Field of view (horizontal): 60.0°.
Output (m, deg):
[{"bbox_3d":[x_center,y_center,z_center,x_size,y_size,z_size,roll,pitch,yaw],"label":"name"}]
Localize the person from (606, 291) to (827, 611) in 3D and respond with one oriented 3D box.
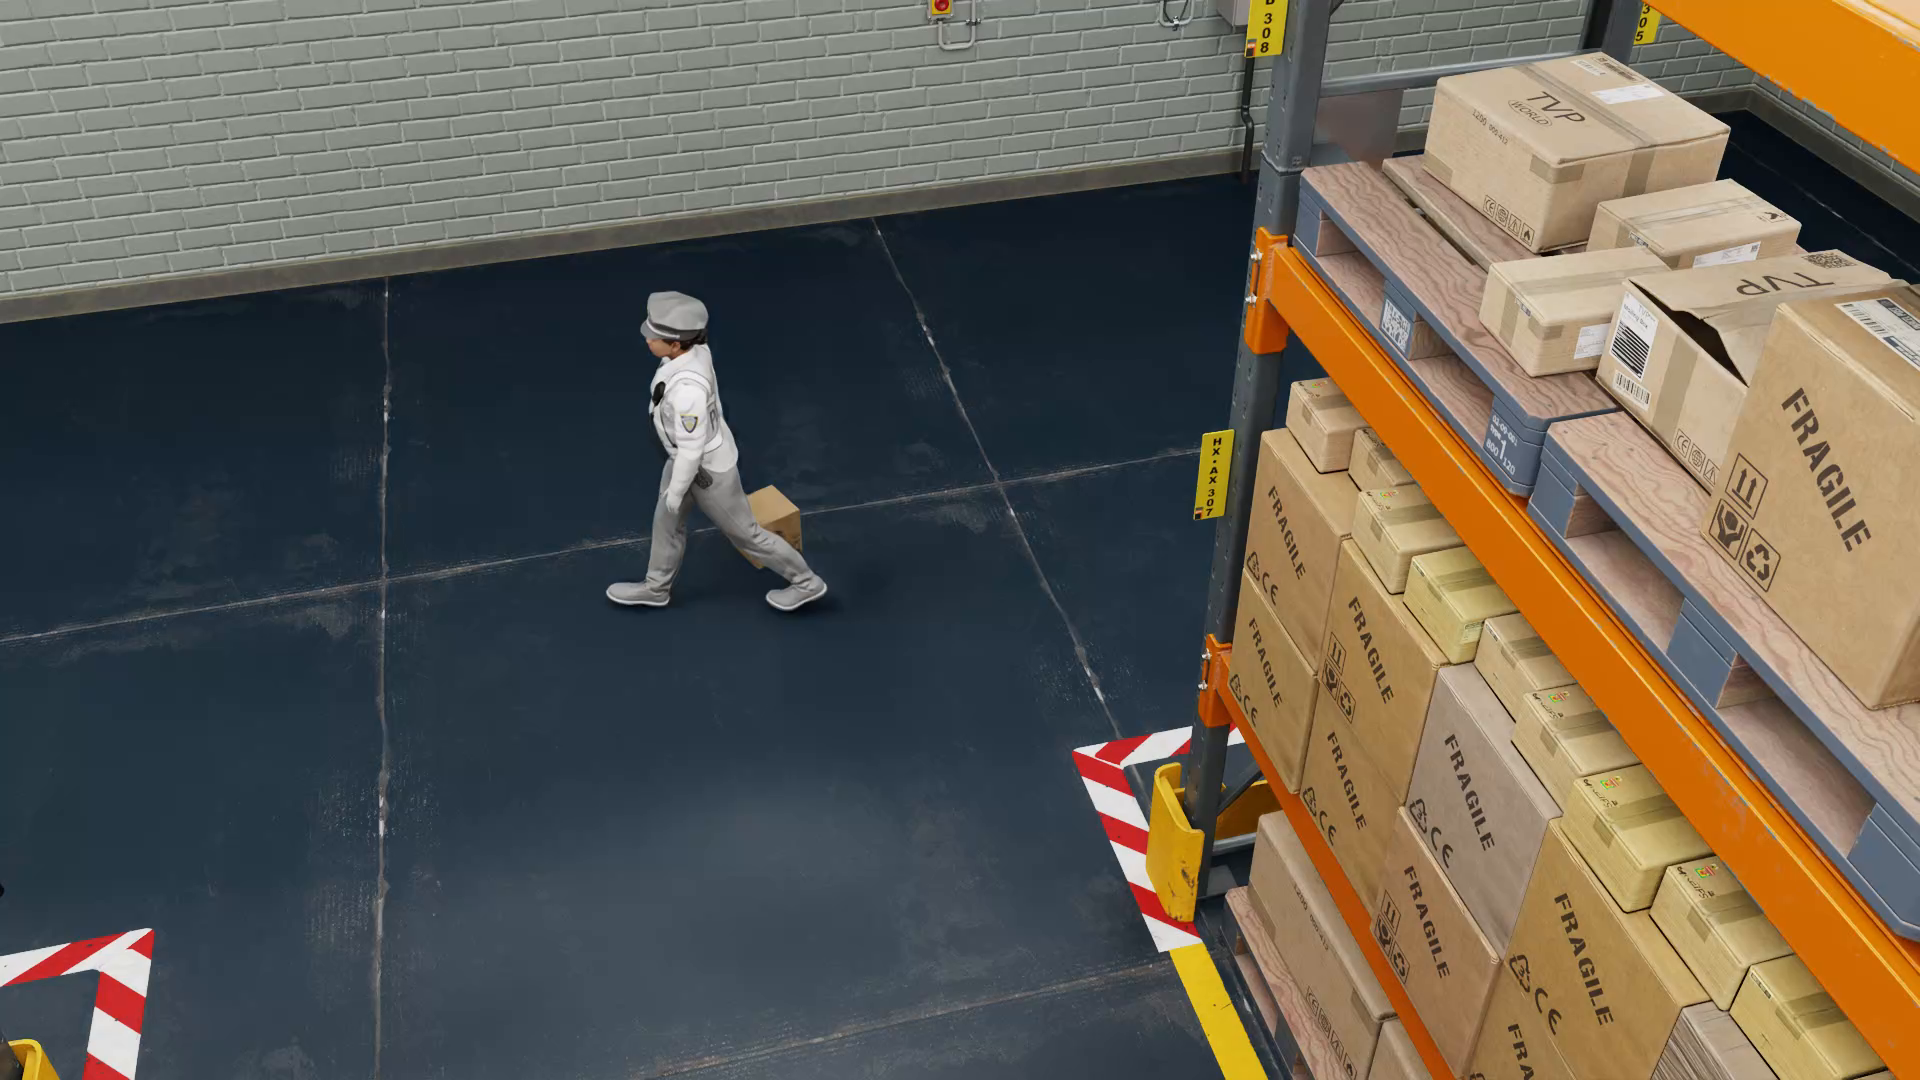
[{"bbox_3d":[-1.105,-0.326,7.105,0.988,1.631,0.487,-8,39,-10],"label":"person"}]
